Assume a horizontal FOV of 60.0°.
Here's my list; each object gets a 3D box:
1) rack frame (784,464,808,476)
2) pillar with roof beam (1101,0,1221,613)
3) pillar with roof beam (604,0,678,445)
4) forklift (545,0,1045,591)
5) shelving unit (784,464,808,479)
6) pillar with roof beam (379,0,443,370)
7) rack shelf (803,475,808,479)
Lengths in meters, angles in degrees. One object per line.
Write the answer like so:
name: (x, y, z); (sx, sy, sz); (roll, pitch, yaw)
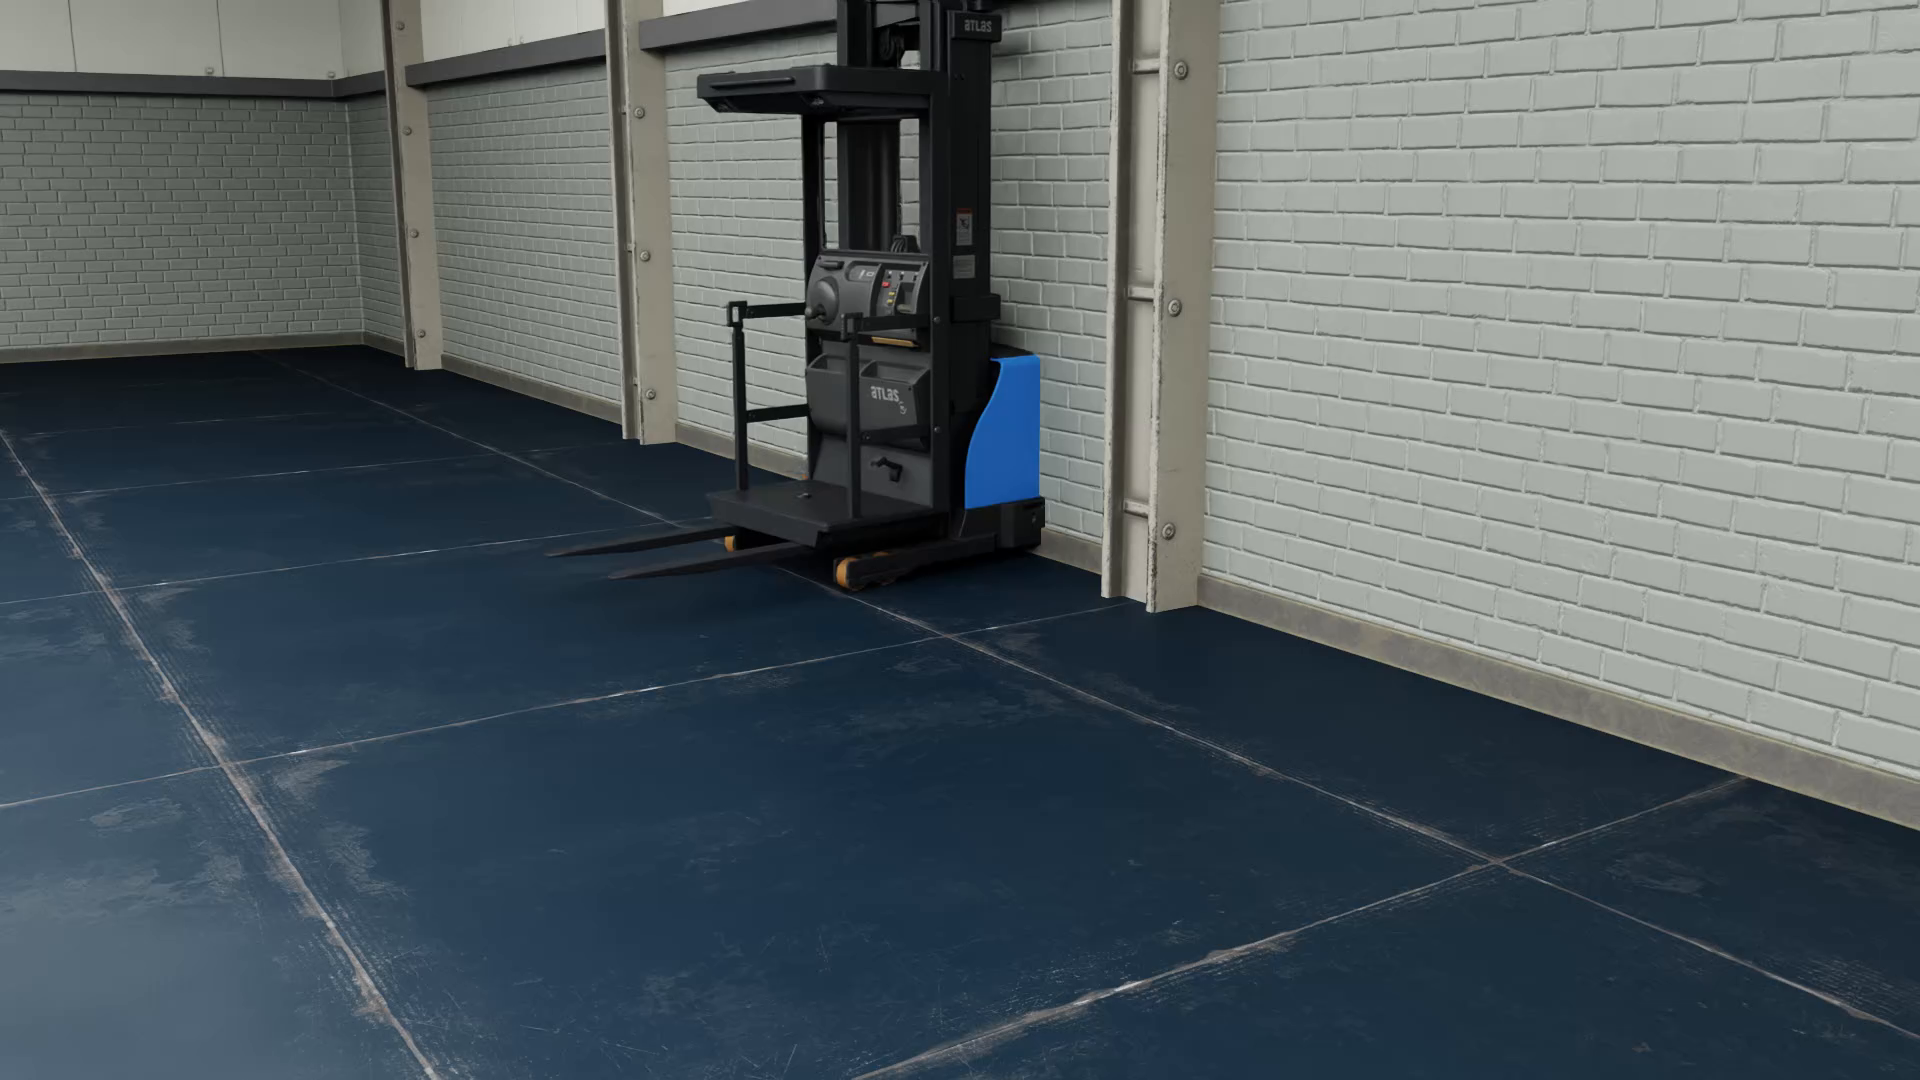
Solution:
rack frame: (-0.668, -0.384, 10.106); (0.240, 0.006, 1.200); (-25, 24, -30)
pillar with roof beam: (-2.660, -3.598, 4.752); (9.100, 9.000, 0.400); (-8, 15, -33)
pillar with roof beam: (-5.985, -4.665, 9.631); (9.100, 9.000, 0.400); (-8, 15, -33)
forklift: (-0.642, -1.306, 8.475); (3.031, 2.935, 1.130); (-10, 16, -40)
shelving unit: (-0.649, -0.300, 10.138); (0.258, 0.189, 1.200); (-25, 24, -30)
pillar with roof beam: (-9.309, -5.732, 14.511); (9.100, 9.000, 0.400); (-8, 15, -33)
rack shelf: (-0.833, -0.356, 10.389); (0.258, 0.180, 0.103); (-25, 24, -30)
